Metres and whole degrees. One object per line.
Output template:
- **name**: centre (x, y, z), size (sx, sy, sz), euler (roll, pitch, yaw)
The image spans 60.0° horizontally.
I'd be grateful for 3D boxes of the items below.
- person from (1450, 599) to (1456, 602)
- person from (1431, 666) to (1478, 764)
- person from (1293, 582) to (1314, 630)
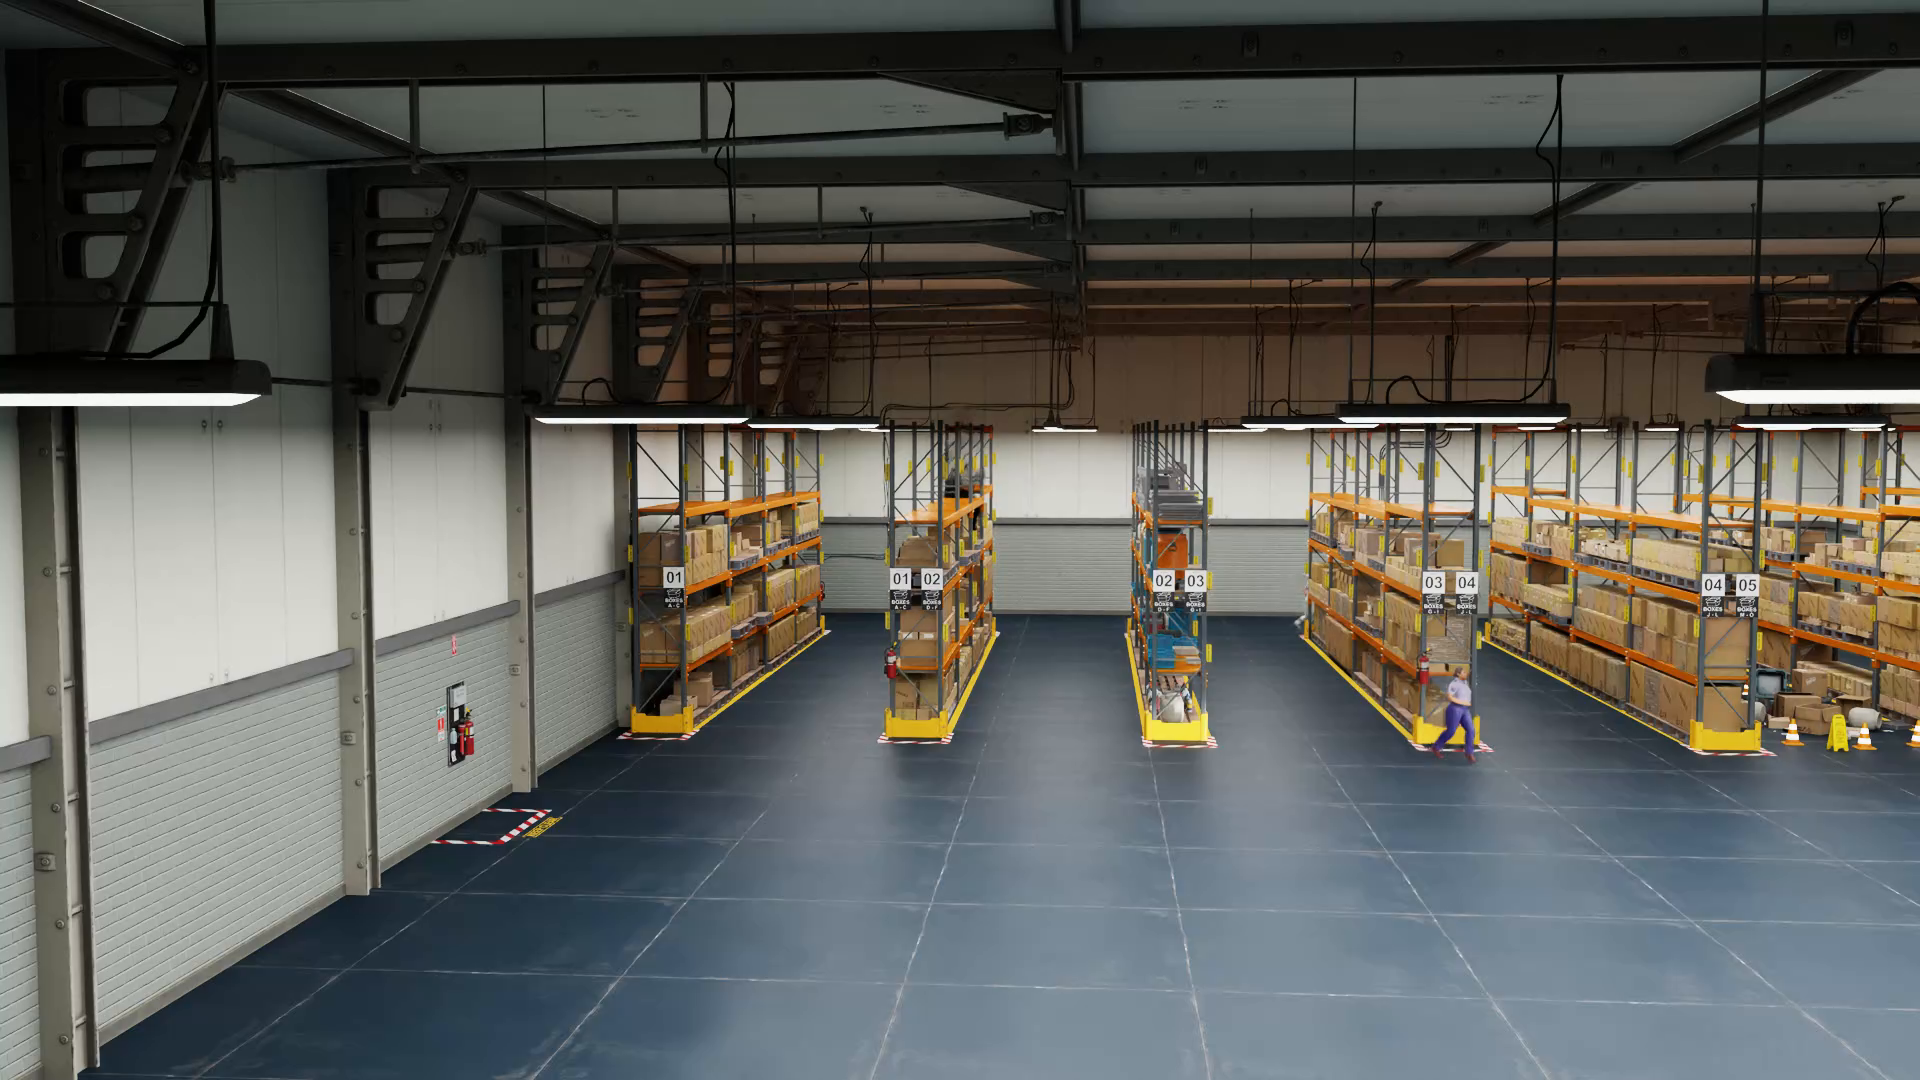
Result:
- **person**: centre (13.936, 1.896, 46.738), size (0.842, 1.812, 0.679), euler (-3, 5, -37)
- **person**: centre (8.758, 3.061, 29.234), size (0.647, 1.671, 0.853), euler (-3, 5, -41)
- **person**: centre (10.115, 1.793, 47.883), size (0.996, 1.771, 0.692), euler (0, 4, 7)
